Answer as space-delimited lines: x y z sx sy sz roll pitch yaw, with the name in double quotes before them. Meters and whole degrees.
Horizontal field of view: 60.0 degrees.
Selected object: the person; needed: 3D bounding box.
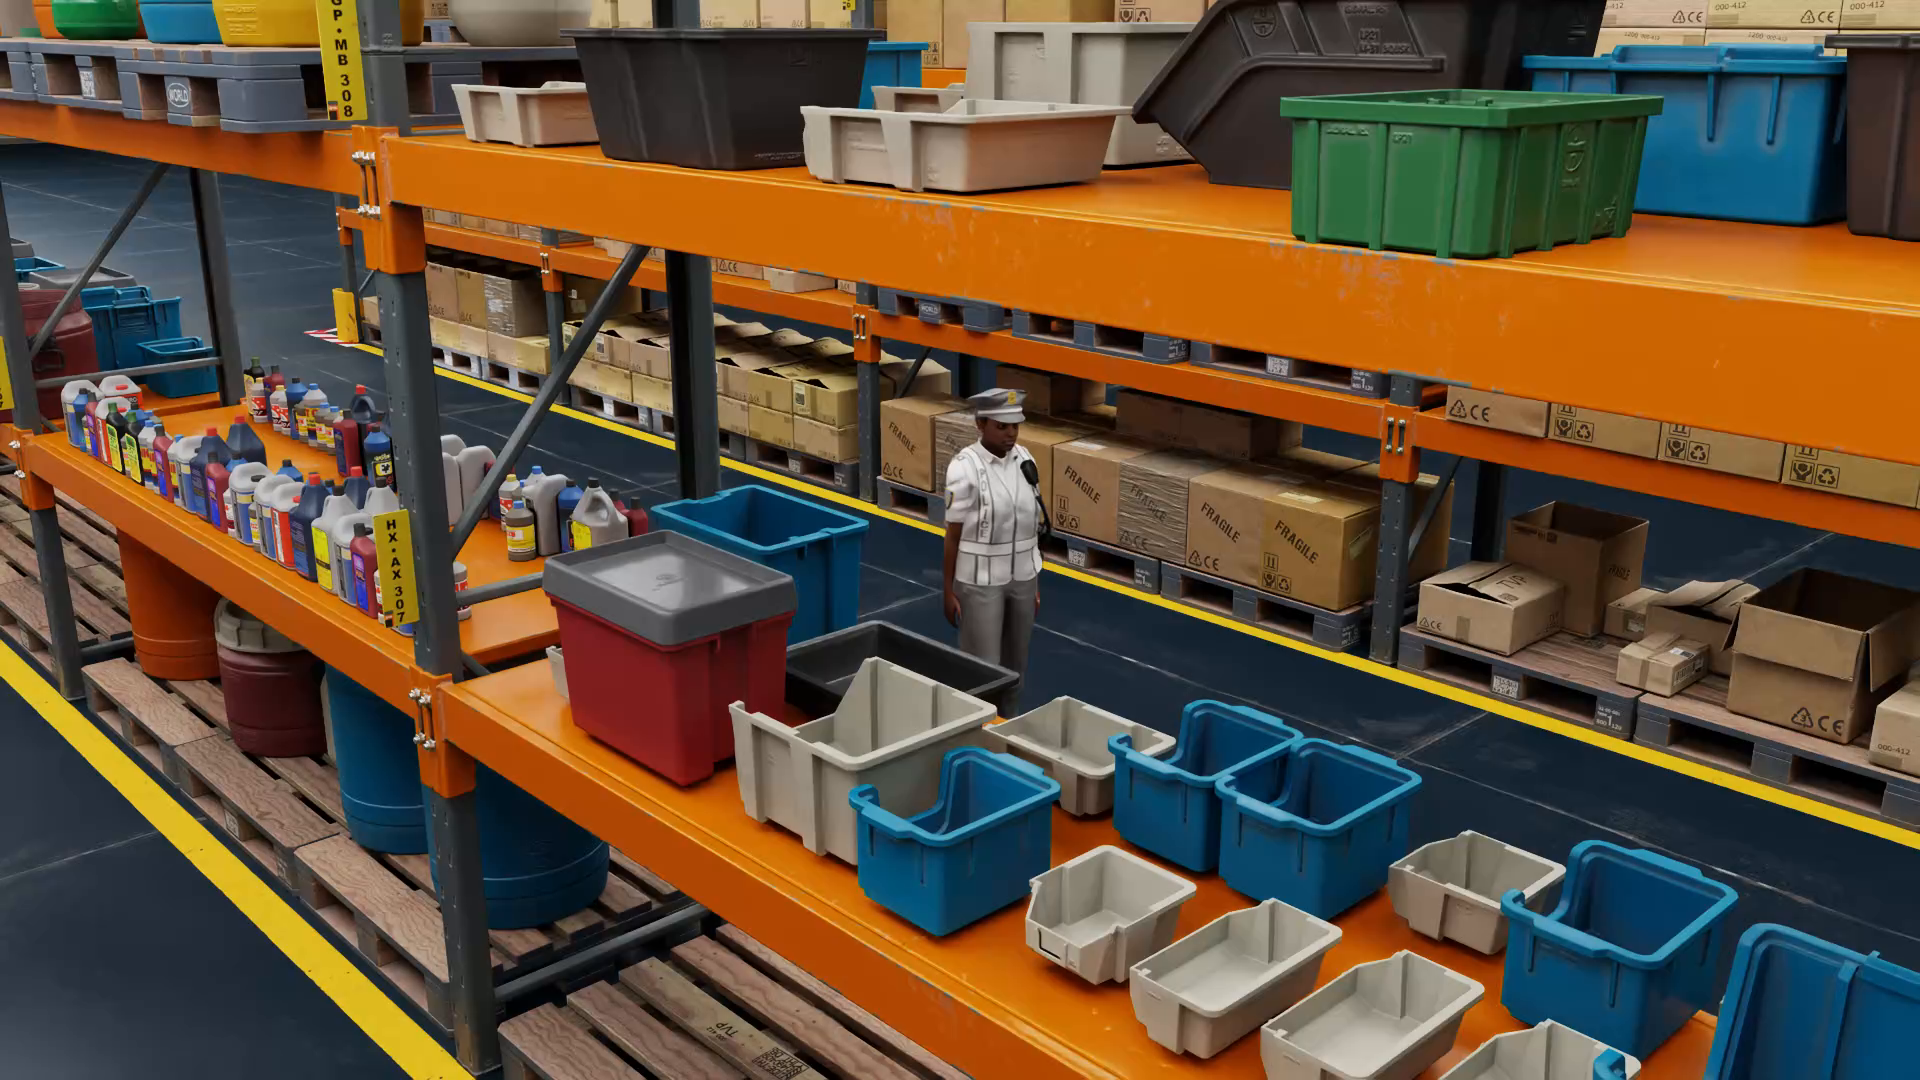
"person" 0.190 0.201 6.876 0.459 1.680 0.568 -11 20 -30
